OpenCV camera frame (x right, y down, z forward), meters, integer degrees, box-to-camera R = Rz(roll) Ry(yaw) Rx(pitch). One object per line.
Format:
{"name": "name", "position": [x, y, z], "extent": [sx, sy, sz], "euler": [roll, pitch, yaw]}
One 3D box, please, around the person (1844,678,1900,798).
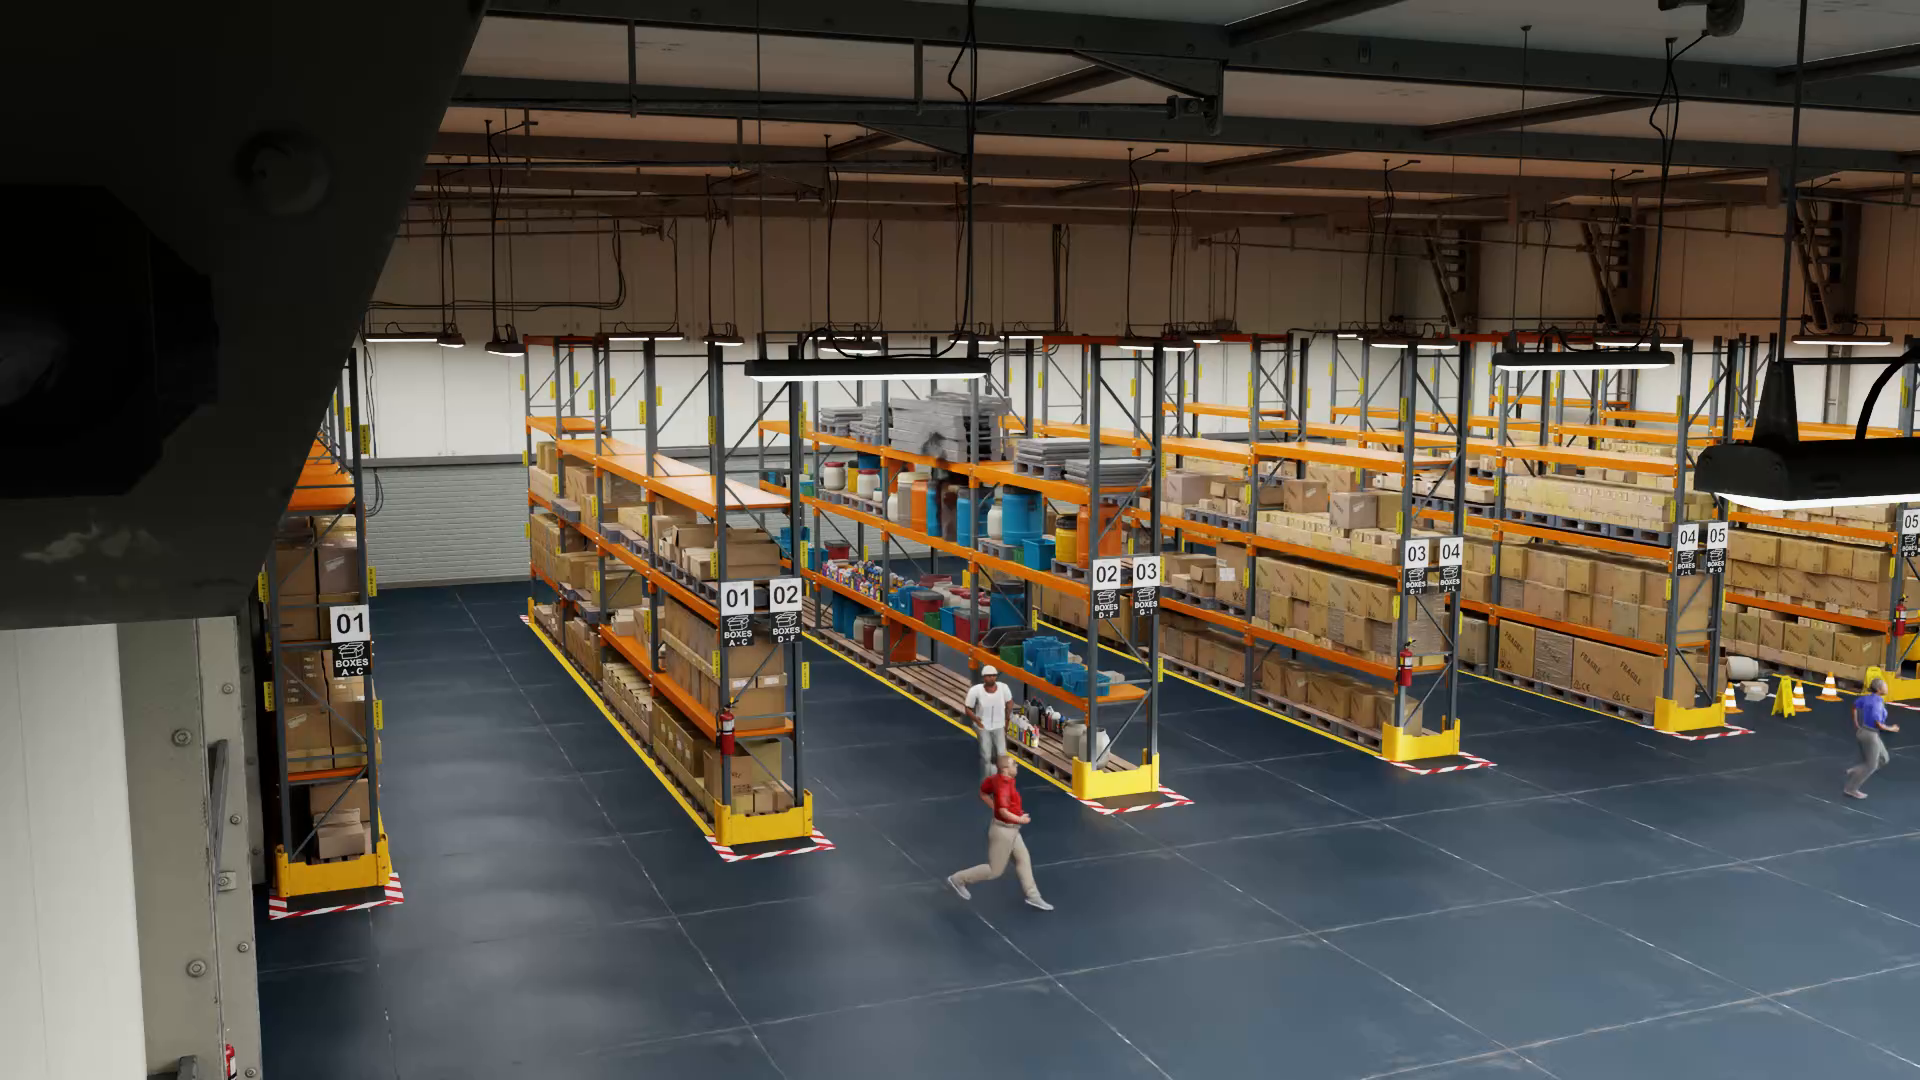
{"name": "person", "position": [12.080, 2.620, 22.002], "extent": [0.610, 1.624, 0.556], "euler": [3, 8, 20]}

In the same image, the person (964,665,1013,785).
{"name": "person", "position": [0.412, 2.513, 22.346], "extent": [0.693, 1.707, 0.621], "euler": [-2, 8, -13]}

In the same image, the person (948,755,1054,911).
{"name": "person", "position": [0.441, 3.153, 17.734], "extent": [1.139, 1.740, 0.630], "euler": [0, 8, 2]}
